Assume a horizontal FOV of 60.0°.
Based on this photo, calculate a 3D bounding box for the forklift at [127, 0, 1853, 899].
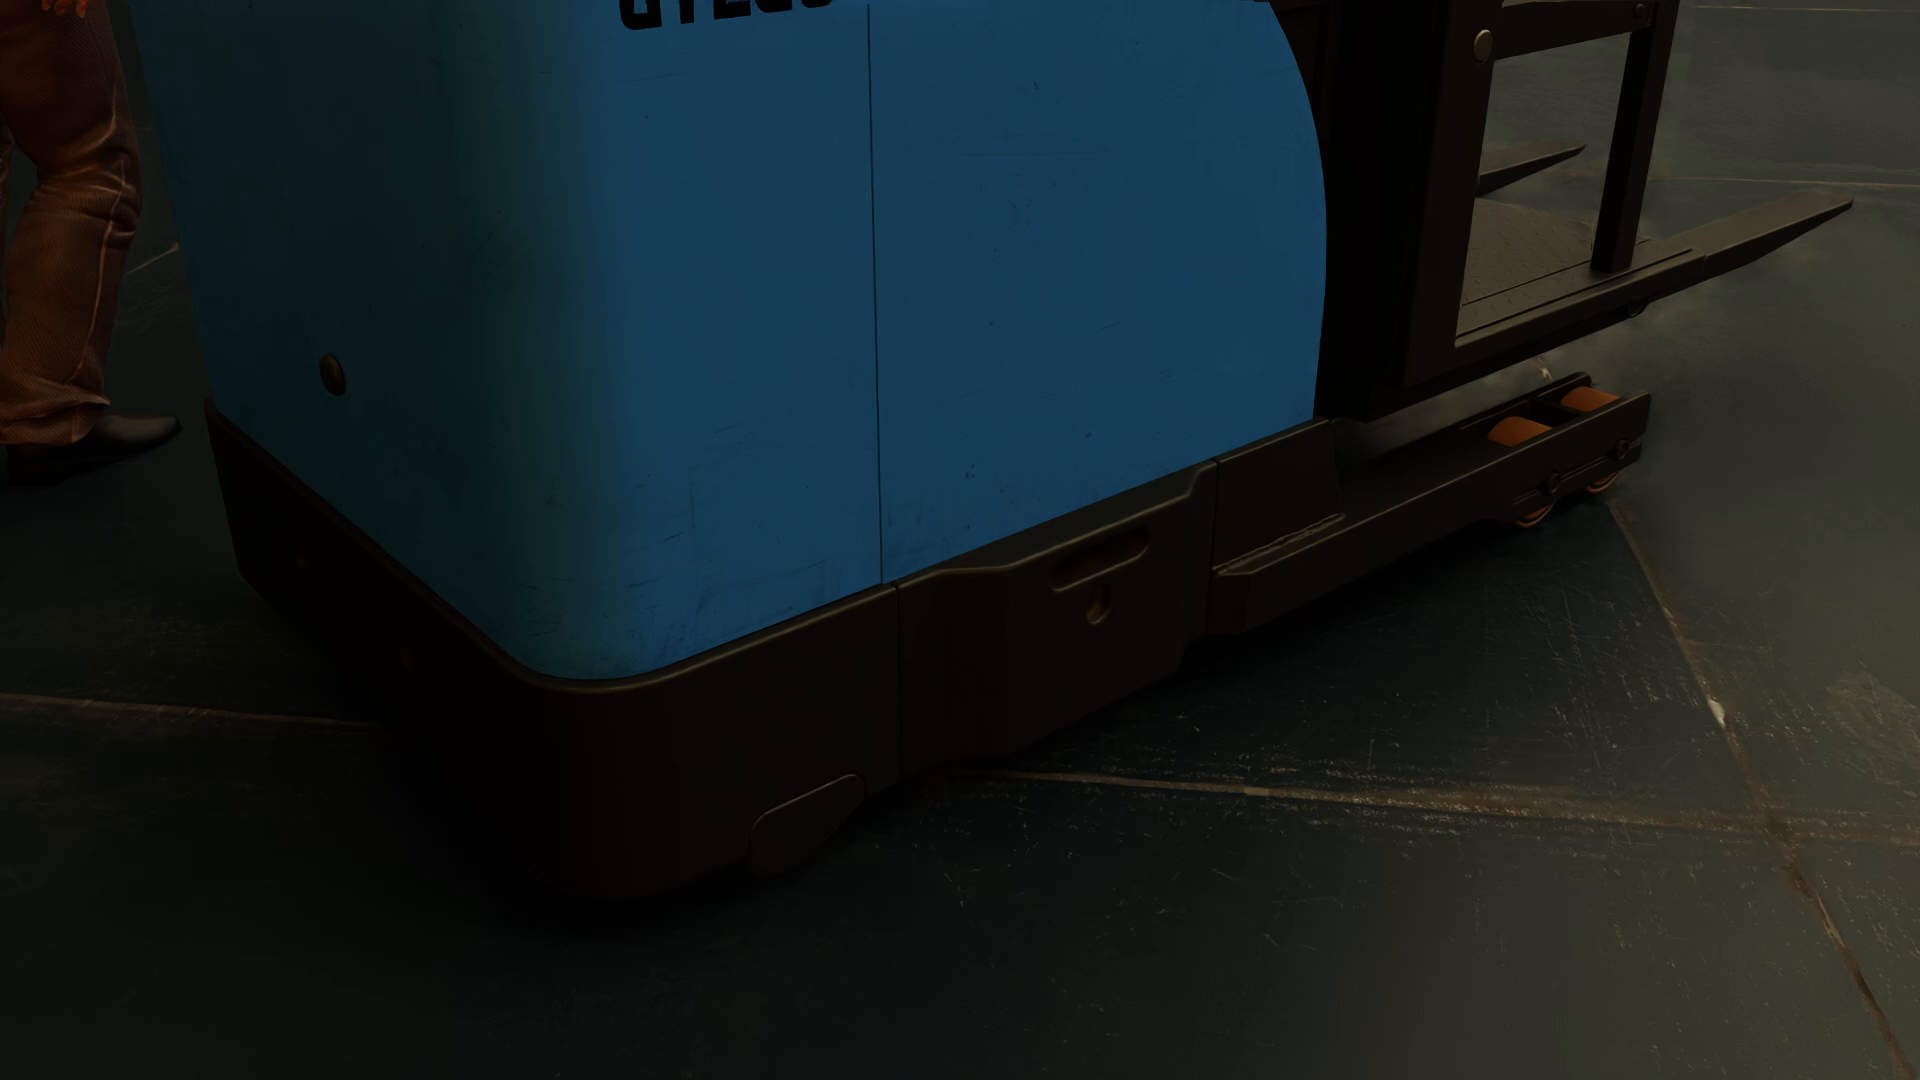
[{"bbox_3d":[0.462,-1.491,2.205,3.031,2.935,1.130,-21,33,-35],"label":"forklift"}]

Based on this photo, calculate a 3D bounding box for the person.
[{"bbox_3d":[-1.561,-0.933,2.515,0.850,1.693,0.407,13,29,24],"label":"person"}]
